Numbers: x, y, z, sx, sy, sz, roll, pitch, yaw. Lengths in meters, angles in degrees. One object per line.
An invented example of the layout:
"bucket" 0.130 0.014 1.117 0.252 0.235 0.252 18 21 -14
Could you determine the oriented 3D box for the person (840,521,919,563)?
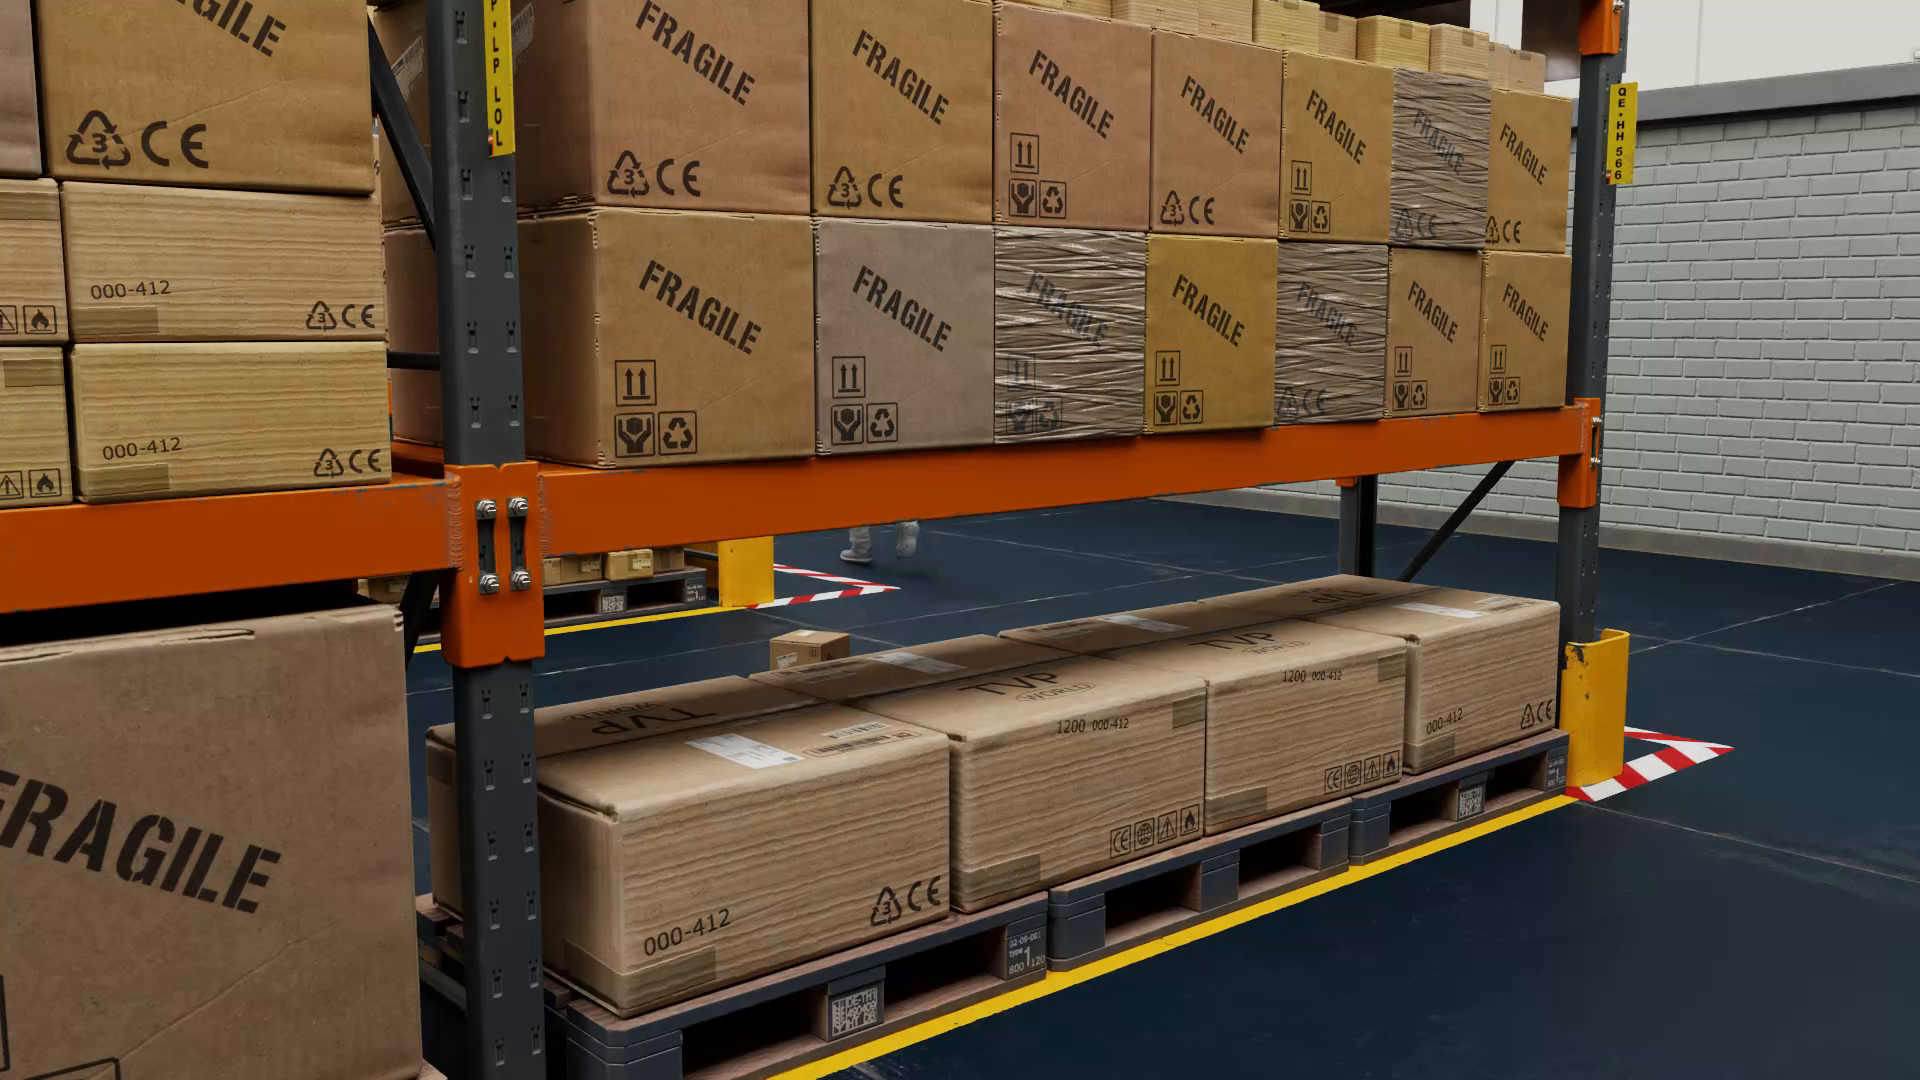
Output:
"person" -0.574 -0.649 10.656 0.487 1.631 0.704 -5 9 -31
